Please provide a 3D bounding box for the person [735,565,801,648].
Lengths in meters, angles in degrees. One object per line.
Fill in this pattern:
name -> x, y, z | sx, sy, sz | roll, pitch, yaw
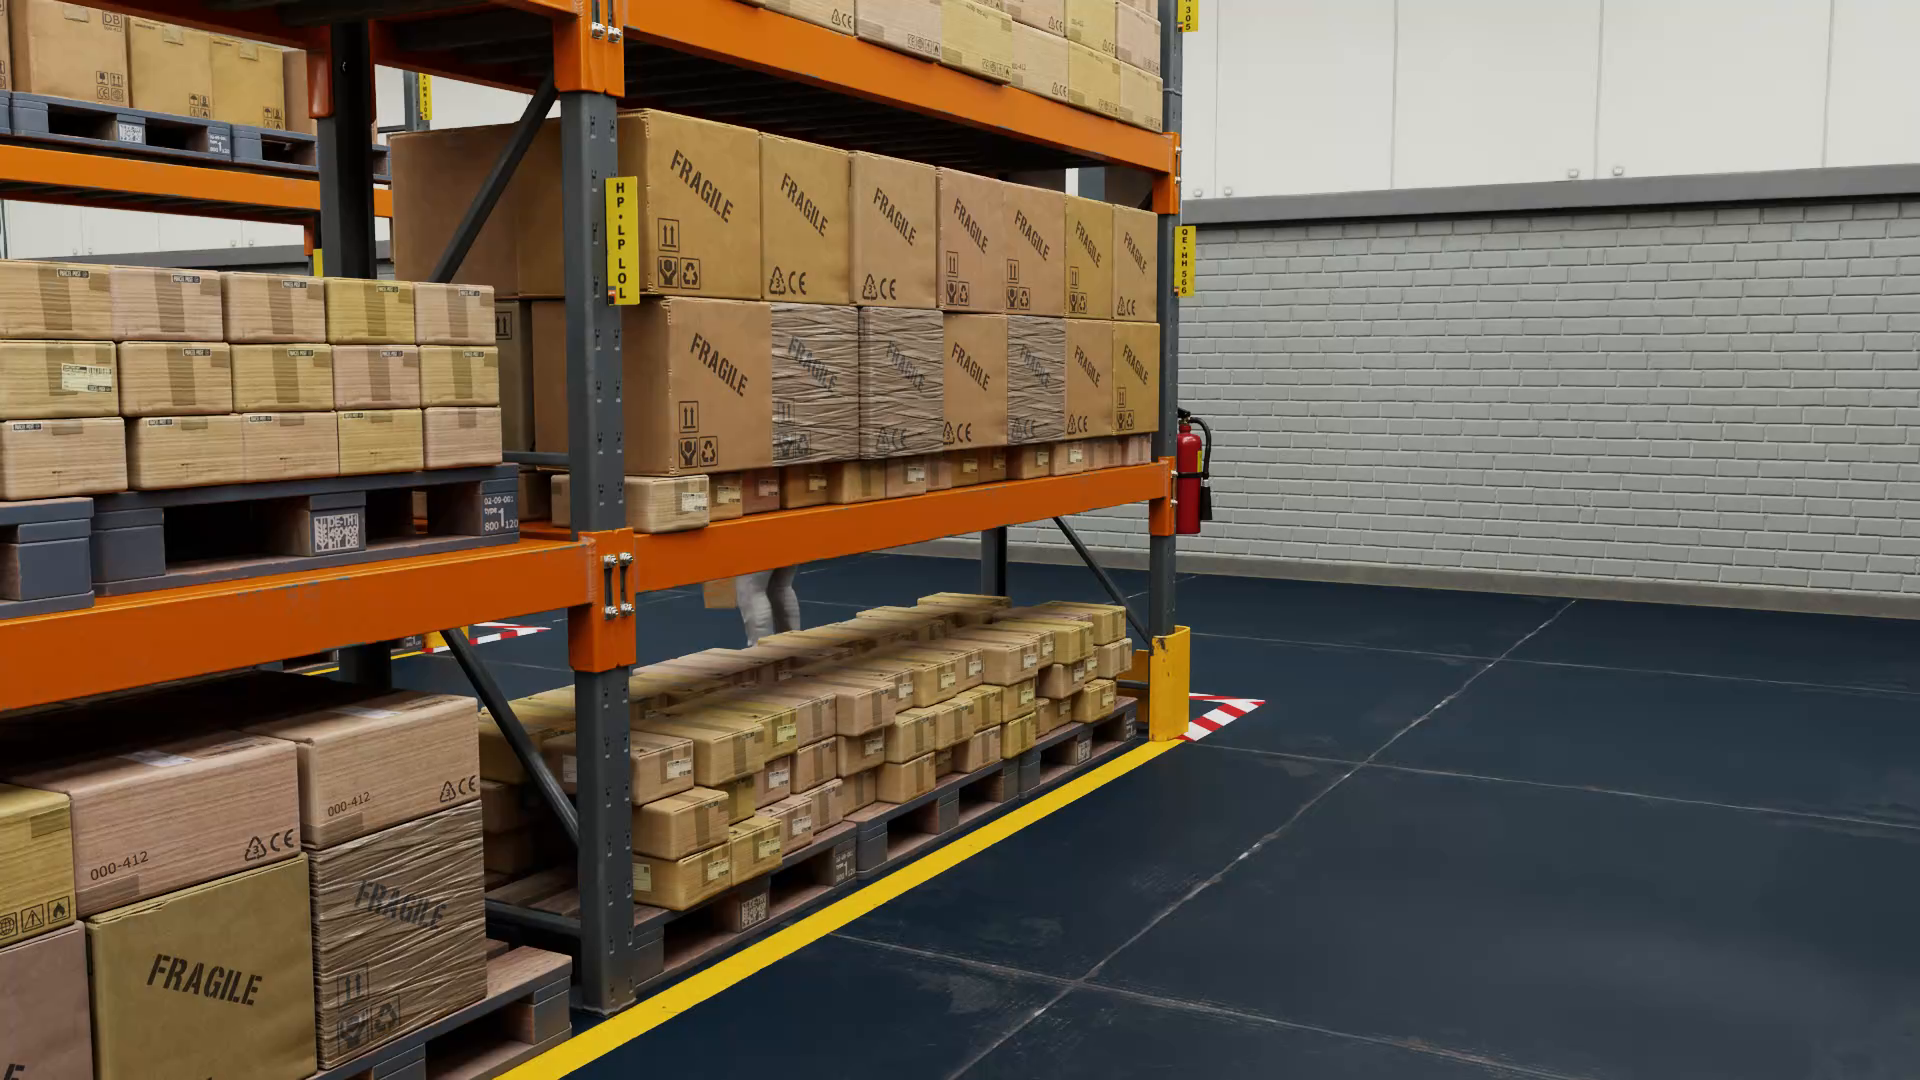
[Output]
person -> -1.096, -0.072, 9.505 | 0.439, 1.670, 0.526 | 3, 7, 27
